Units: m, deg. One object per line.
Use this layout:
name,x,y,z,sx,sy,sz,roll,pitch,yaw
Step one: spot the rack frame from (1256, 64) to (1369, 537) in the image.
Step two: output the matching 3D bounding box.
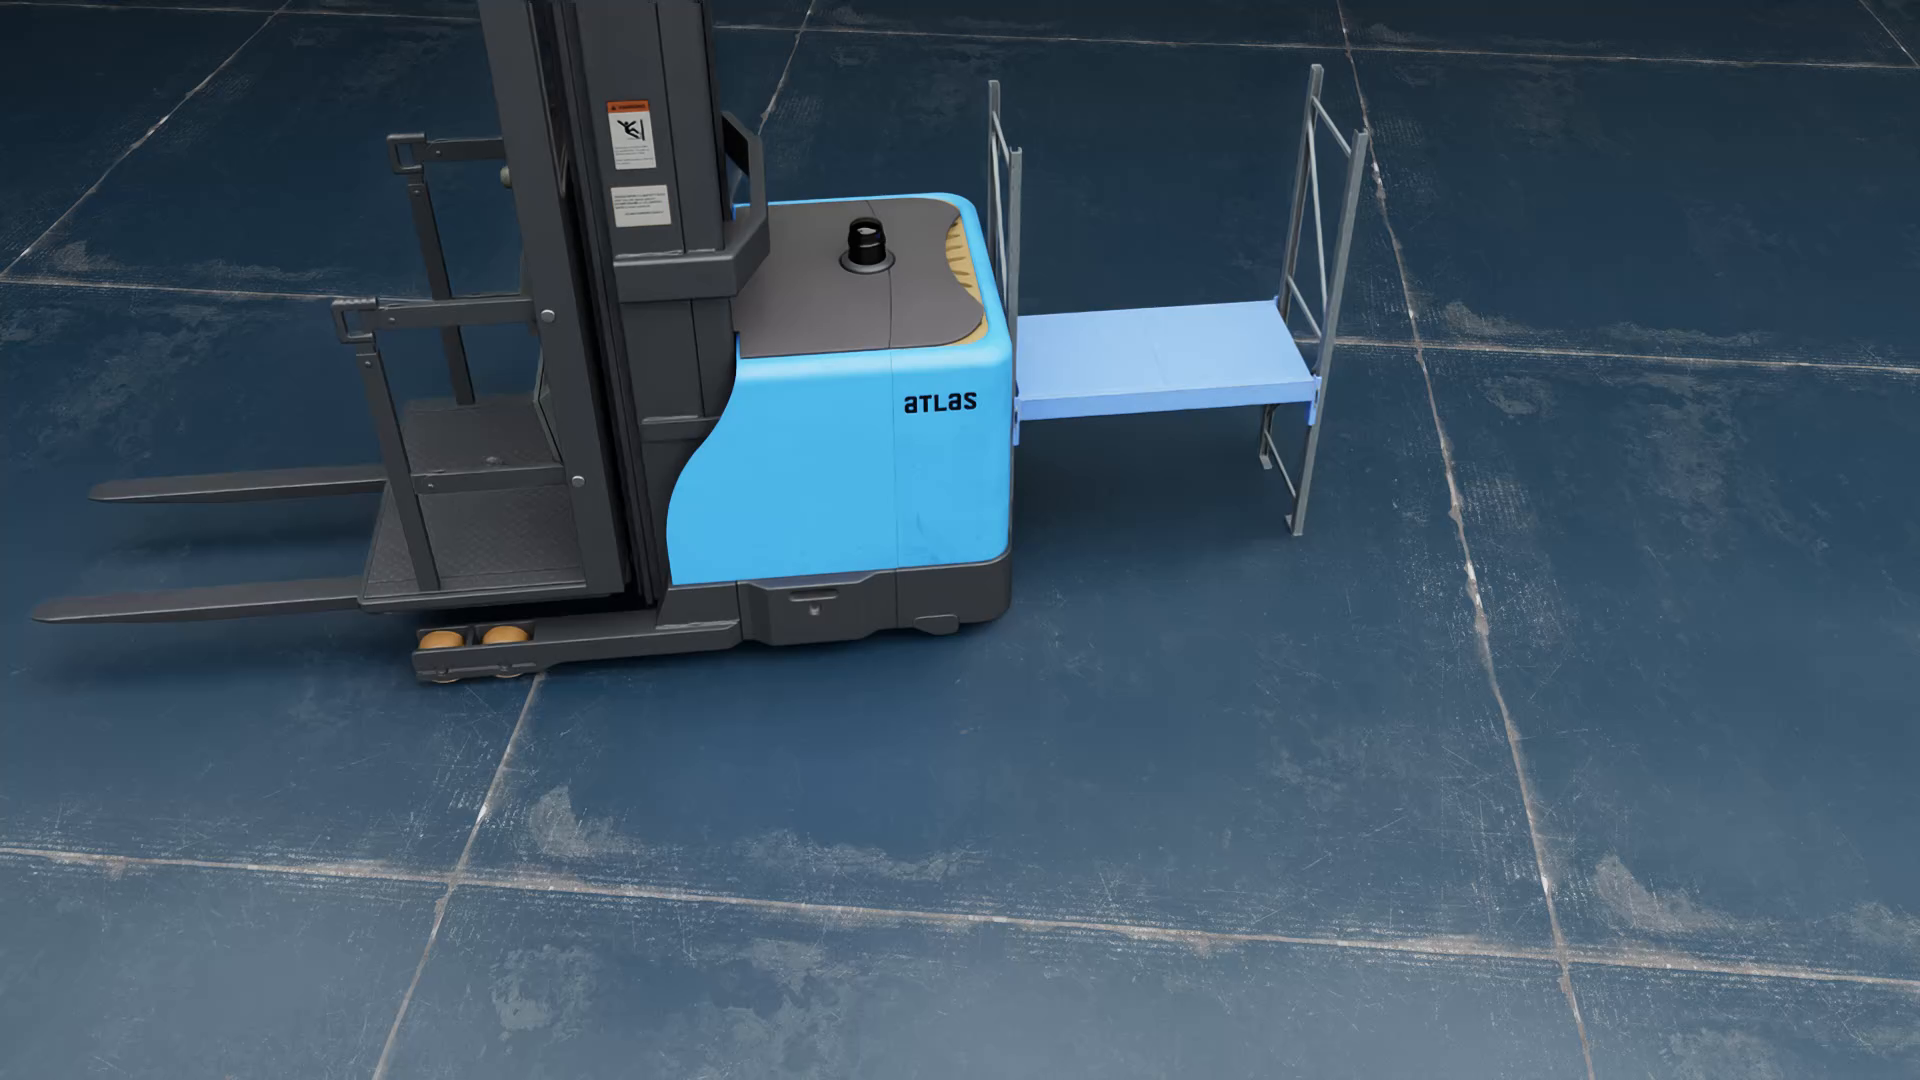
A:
rack frame,1.141,-0.751,5.484,0.032,1.500,0.500,-4,39,-5

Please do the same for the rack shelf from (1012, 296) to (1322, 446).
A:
rack shelf,0.636,-0.574,5.552,1.000,0.185,0.538,-4,39,-5

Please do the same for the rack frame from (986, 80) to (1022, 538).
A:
rack frame,0.132,-0.675,5.392,0.032,1.500,0.500,-4,39,-5

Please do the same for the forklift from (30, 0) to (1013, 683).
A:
forklift,-1.390,-1.044,4.711,3.031,2.935,1.130,-4,39,-5

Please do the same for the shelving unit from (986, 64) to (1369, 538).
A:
shelving unit,0.636,-0.713,5.438,1.048,1.500,0.538,-4,39,-5
